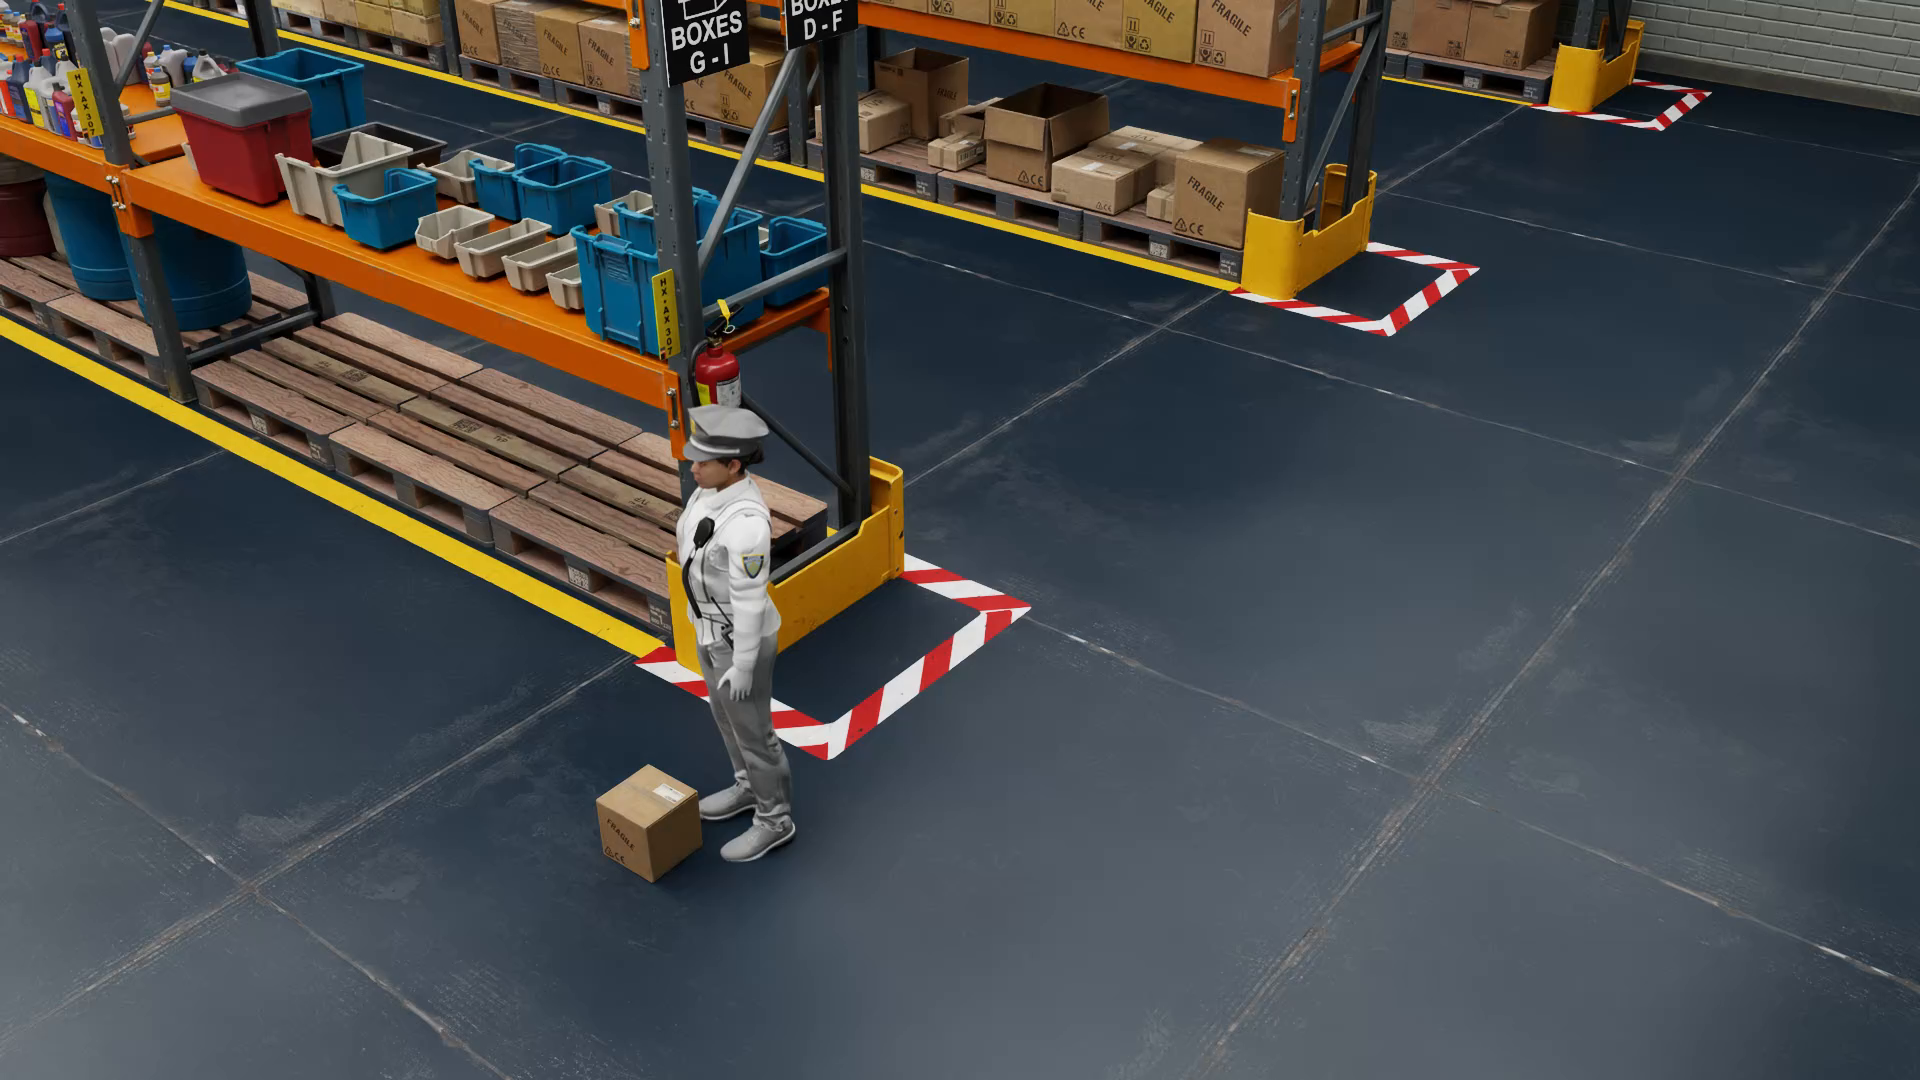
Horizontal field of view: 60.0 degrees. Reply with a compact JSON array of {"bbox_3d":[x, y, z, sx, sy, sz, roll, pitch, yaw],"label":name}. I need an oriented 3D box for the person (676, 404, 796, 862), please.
[{"bbox_3d":[-0.765,0.329,5.588,0.335,1.698,0.471,-11,33,-18],"label":"person"}]
